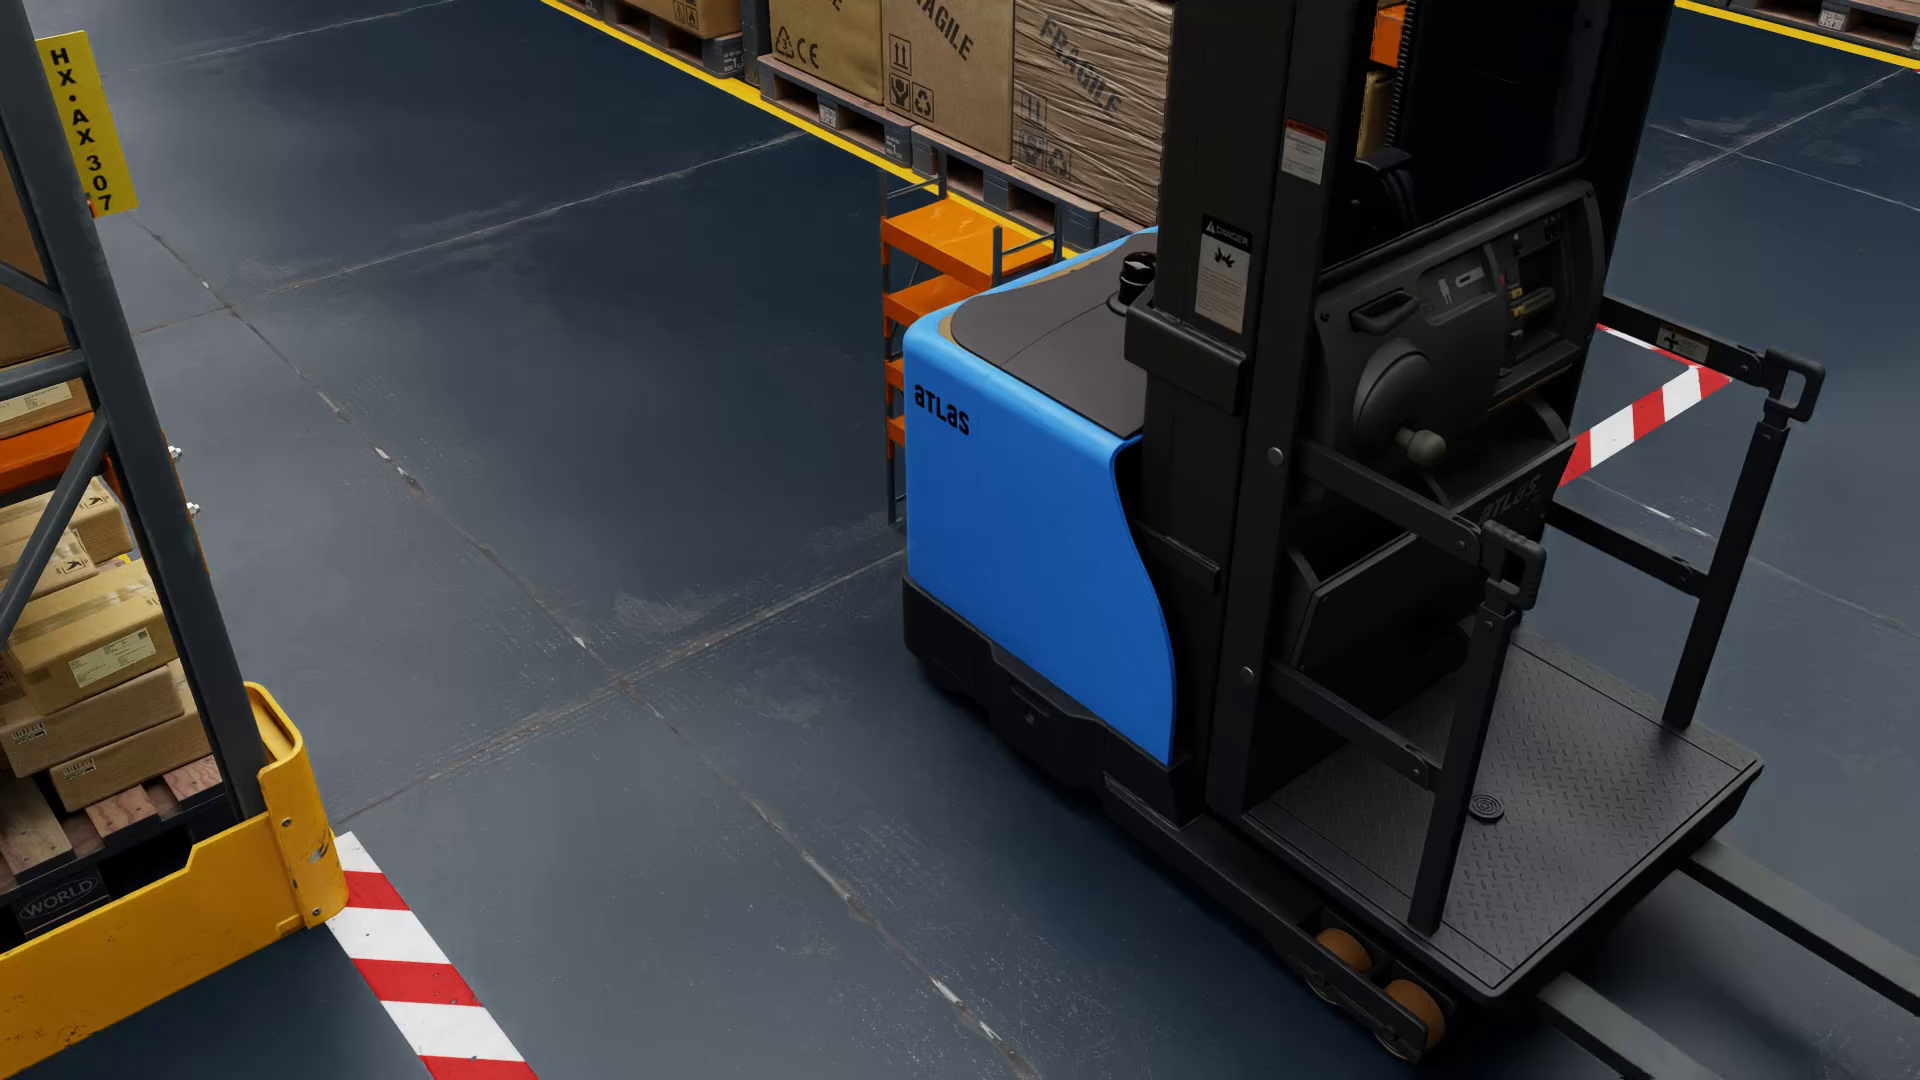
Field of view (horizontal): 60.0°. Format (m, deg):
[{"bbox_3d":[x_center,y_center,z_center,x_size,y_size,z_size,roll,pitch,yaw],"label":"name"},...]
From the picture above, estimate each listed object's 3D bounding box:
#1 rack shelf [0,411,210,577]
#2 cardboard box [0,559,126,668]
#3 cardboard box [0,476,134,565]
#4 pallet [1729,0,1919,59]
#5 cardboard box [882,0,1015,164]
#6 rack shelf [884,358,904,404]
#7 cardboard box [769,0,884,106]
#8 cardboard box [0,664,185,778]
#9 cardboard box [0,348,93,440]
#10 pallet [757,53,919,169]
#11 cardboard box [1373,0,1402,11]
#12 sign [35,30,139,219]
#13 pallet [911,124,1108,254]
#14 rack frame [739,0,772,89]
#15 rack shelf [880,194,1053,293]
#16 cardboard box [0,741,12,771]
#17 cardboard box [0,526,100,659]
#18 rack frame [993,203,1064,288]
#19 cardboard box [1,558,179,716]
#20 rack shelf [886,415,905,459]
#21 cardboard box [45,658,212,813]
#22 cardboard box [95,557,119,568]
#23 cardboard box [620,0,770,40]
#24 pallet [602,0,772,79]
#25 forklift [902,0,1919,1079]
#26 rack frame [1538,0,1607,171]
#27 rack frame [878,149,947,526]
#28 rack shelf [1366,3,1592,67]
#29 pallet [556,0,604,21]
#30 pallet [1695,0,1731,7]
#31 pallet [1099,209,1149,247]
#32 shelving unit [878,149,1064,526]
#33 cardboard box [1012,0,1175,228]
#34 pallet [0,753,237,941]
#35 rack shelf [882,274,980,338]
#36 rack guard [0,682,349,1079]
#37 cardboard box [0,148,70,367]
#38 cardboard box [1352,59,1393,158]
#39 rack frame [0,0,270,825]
[{"bbox_3d":[-3.250,-0.760,4.350,1.077,0.370,4.000,-26,43,-32],"label":"rack shelf"},{"bbox_3d":[-2.235,0.231,4.175,0.380,0.149,0.250,-26,43,-32],"label":"cardboard box"},{"bbox_3d":[-2.373,-0.015,4.265,0.380,0.149,0.250,-26,43,-32],"label":"cardboard box"},{"bbox_3d":[5.176,-3.064,9.394,1.003,0.211,1.213,-26,43,-32],"label":"pallet"},{"bbox_3d":[0.259,-2.328,7.416,0.875,0.875,0.875,-26,43,-32],"label":"cardboard box"},{"bbox_3d":[0.024,-0.418,4.918,0.258,0.148,0.480,-26,43,-32],"label":"rack shelf"},{"bbox_3d":[-0.322,-2.725,7.978,0.875,0.875,0.875,-26,43,-32],"label":"cardboard box"},{"bbox_3d":[-2.101,0.373,3.974,0.380,0.149,0.250,-24,42,-30],"label":"cardboard box"},{"bbox_3d":[-1.918,-0.333,3.343,0.380,0.149,0.250,-26,43,-32],"label":"cardboard box"},{"bbox_3d":[-0.256,-2.239,8.229,1.003,0.211,1.213,-26,43,-32],"label":"pallet"},{"bbox_3d":[1.413,-1.908,5.566,0.380,0.149,0.250,-25,42,-31],"label":"cardboard box"},{"bbox_3d":[-1.545,-0.726,2.931,0.100,0.325,0.005,-26,43,-32],"label":"sign"},{"bbox_3d":[0.536,-1.700,7.468,1.003,0.211,1.213,-26,43,-32],"label":"pallet"},{"bbox_3d":[-0.687,-3.742,7.938,1.000,3.000,0.127,-26,43,-32],"label":"rack frame"},{"bbox_3d":[0.024,-0.793,4.652,0.258,0.148,0.480,-26,43,-32],"label":"rack shelf"},{"bbox_3d":[-2.285,0.386,4.214,0.380,0.149,0.250,-26,43,-32],"label":"cardboard box"},{"bbox_3d":[-2.308,0.144,4.040,0.380,0.149,0.250,-25,42,-31],"label":"cardboard box"},{"bbox_3d":[0.182,-0.365,4.727,0.240,1.200,0.015,-26,43,-32],"label":"rack frame"},{"bbox_3d":[-2.038,0.220,3.932,0.380,0.149,0.250,-28,44,-34],"label":"cardboard box"},{"bbox_3d":[0.024,-0.256,5.033,0.258,0.148,0.480,-26,43,-32],"label":"rack shelf"},{"bbox_3d":[-2.053,0.471,4.094,0.380,0.149,0.250,-25,42,-31],"label":"cardboard box"},{"bbox_3d":[-2.531,0.125,4.582,0.380,0.149,0.250,-25,43,-31],"label":"cardboard box"},{"bbox_3d":[-1.115,-3.321,8.820,1.225,0.875,0.875,-26,43,-32],"label":"cardboard box"},{"bbox_3d":[-1.242,-2.917,9.186,1.003,0.211,1.213,-26,43,-32],"label":"pallet"},{"bbox_3d":[1.175,-0.394,3.271,1.130,2.935,3.031,-26,43,-32],"label":"forklift"},{"bbox_3d":[1.895,-1.976,5.445,1.000,3.000,0.127,-26,43,-32],"label":"rack frame"},{"bbox_3d":[-0.133,-0.580,5.031,0.240,1.200,0.015,-26,43,-32],"label":"rack frame"},{"bbox_3d":[0.604,-2.565,6.900,1.077,0.370,4.000,-26,43,-32],"label":"rack shelf"},{"bbox_3d":[-2.034,-3.456,9.947,1.003,0.211,1.213,-26,43,-32],"label":"pallet"},{"bbox_3d":[4.393,-3.602,10.154,1.003,0.211,1.213,-26,43,-32],"label":"pallet"},{"bbox_3d":[1.319,-1.162,6.708,1.003,0.211,1.213,-26,43,-32],"label":"pallet"},{"bbox_3d":[0.024,-0.473,4.879,0.258,1.200,0.503,-26,43,-32],"label":"shelving unit"},{"bbox_3d":[0.833,-1.935,6.862,0.875,0.875,0.875,-26,43,-32],"label":"cardboard box"},{"bbox_3d":[-2.506,0.562,4.274,1.003,0.211,1.213,-26,43,-32],"label":"pallet"},{"bbox_3d":[0.024,-0.600,4.789,0.258,0.148,0.480,-26,43,-32],"label":"rack shelf"},{"bbox_3d":[-2.008,0.816,3.666,1.175,0.500,0.348,-26,43,-32],"label":"rack guard"},{"bbox_3d":[-2.038,-0.634,3.206,0.500,0.500,0.500,-24,42,-30],"label":"cardboard box"},{"bbox_3d":[1.421,-1.533,6.294,0.875,0.875,0.875,-26,43,-32],"label":"cardboard box"},{"bbox_3d":[-1.959,-0.171,2.896,1.000,3.000,0.127,-26,43,-32],"label":"rack frame"}]
